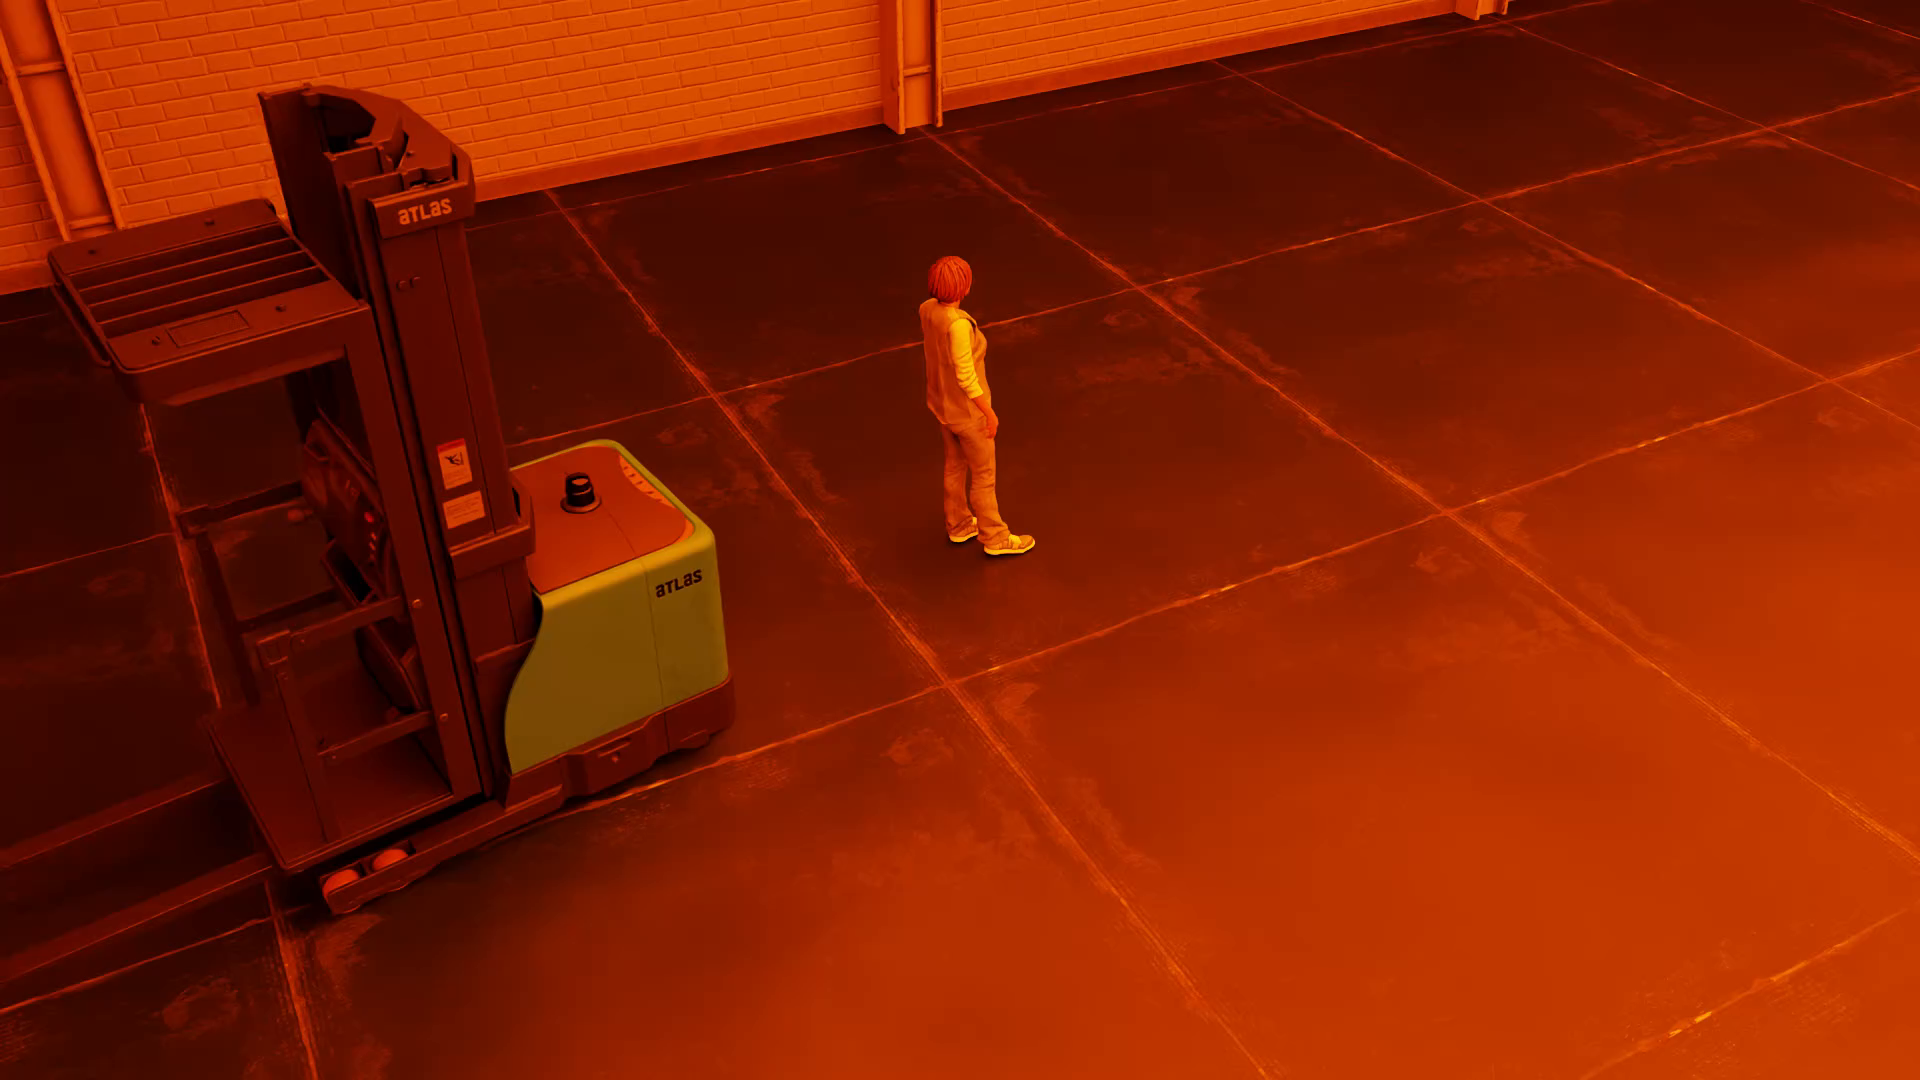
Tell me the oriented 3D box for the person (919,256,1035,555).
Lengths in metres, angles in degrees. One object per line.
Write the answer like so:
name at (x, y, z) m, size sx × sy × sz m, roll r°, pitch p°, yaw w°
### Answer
person at (0.073, -0.671, 8.215) m, size 0.473 × 1.599 × 0.520 m, roll -17°, pitch 39°, yaw -23°

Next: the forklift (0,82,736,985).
forklift at (-2.490, -0.072, 6.225) m, size 3.031 × 2.935 × 1.130 m, roll -23°, pitch 41°, yaw -29°
